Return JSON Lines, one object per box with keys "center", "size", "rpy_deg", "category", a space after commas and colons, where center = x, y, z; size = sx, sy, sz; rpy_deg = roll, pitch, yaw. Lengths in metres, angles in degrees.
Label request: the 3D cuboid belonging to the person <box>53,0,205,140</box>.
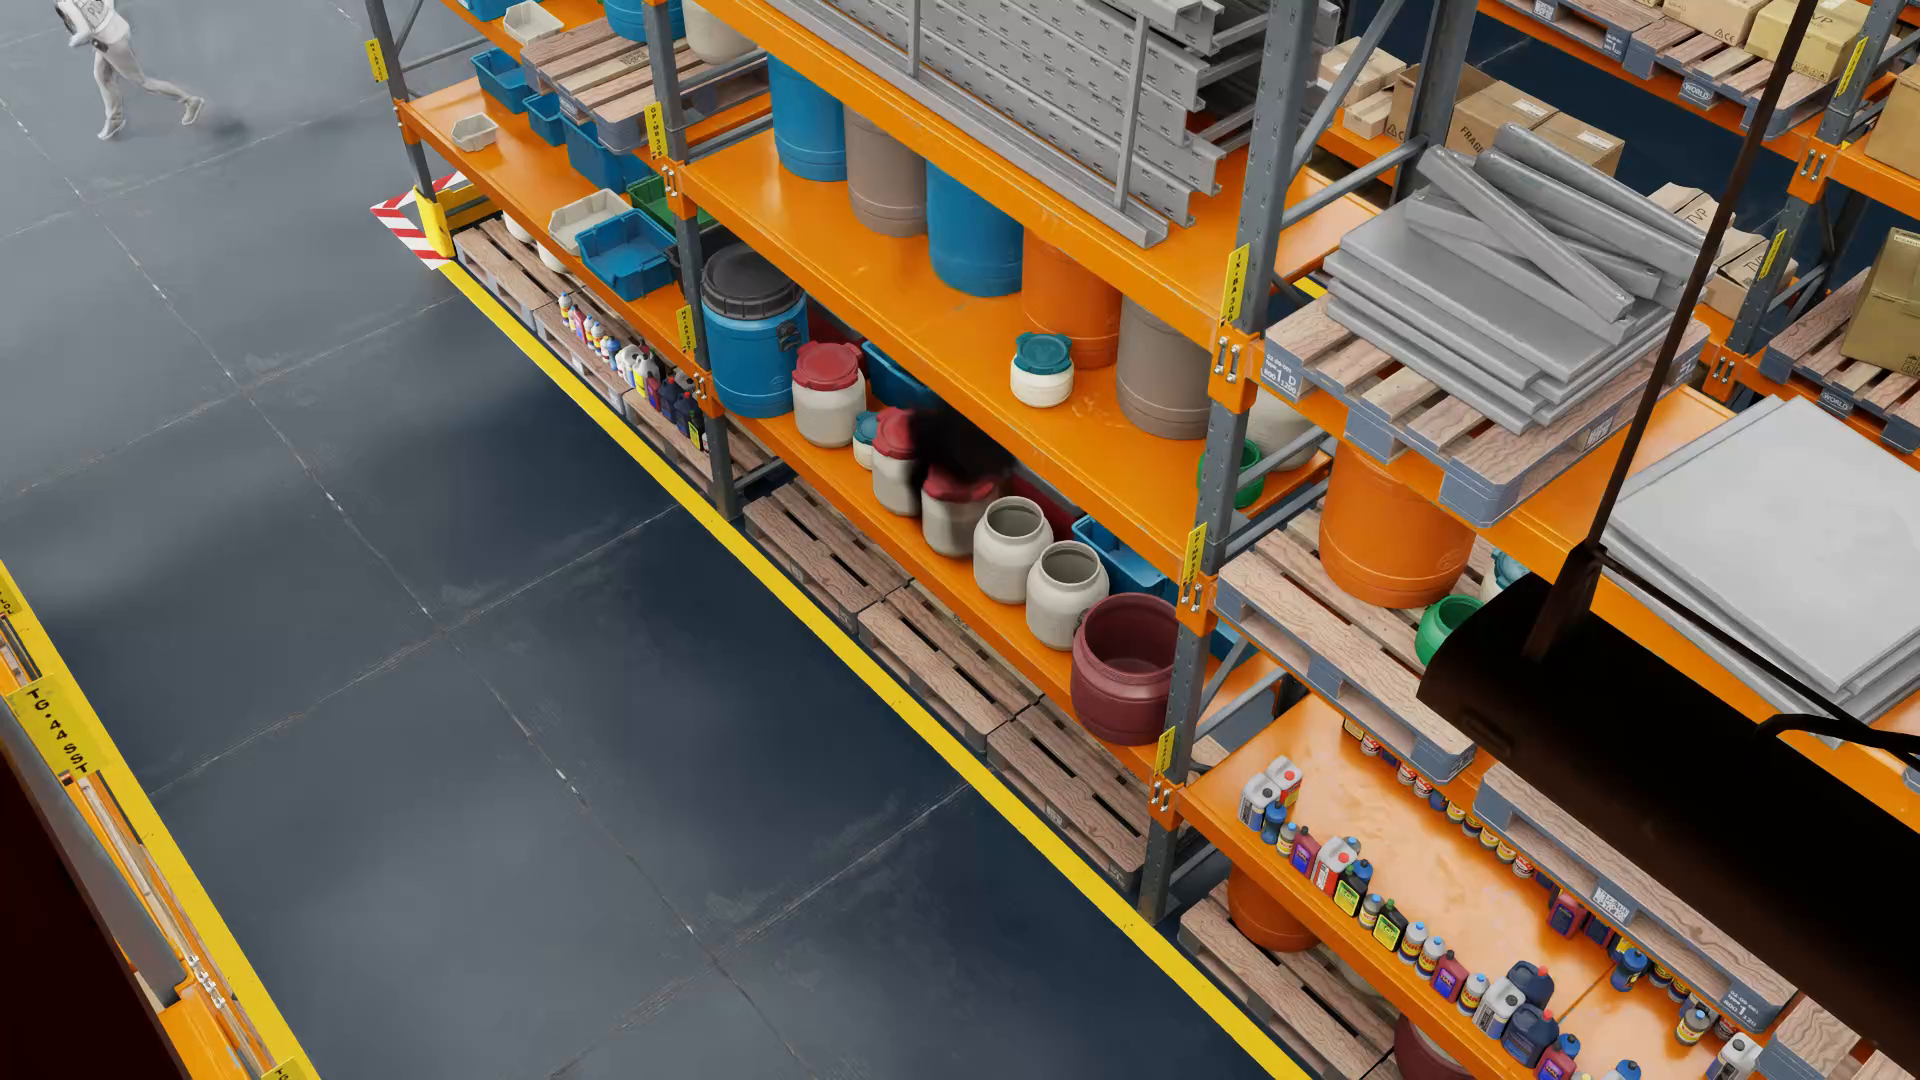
{"center": [-6.930, -4.073, 13.784], "size": [0.967, 1.628, 0.654], "rpy_deg": [-2, 47, -2], "category": "person"}
